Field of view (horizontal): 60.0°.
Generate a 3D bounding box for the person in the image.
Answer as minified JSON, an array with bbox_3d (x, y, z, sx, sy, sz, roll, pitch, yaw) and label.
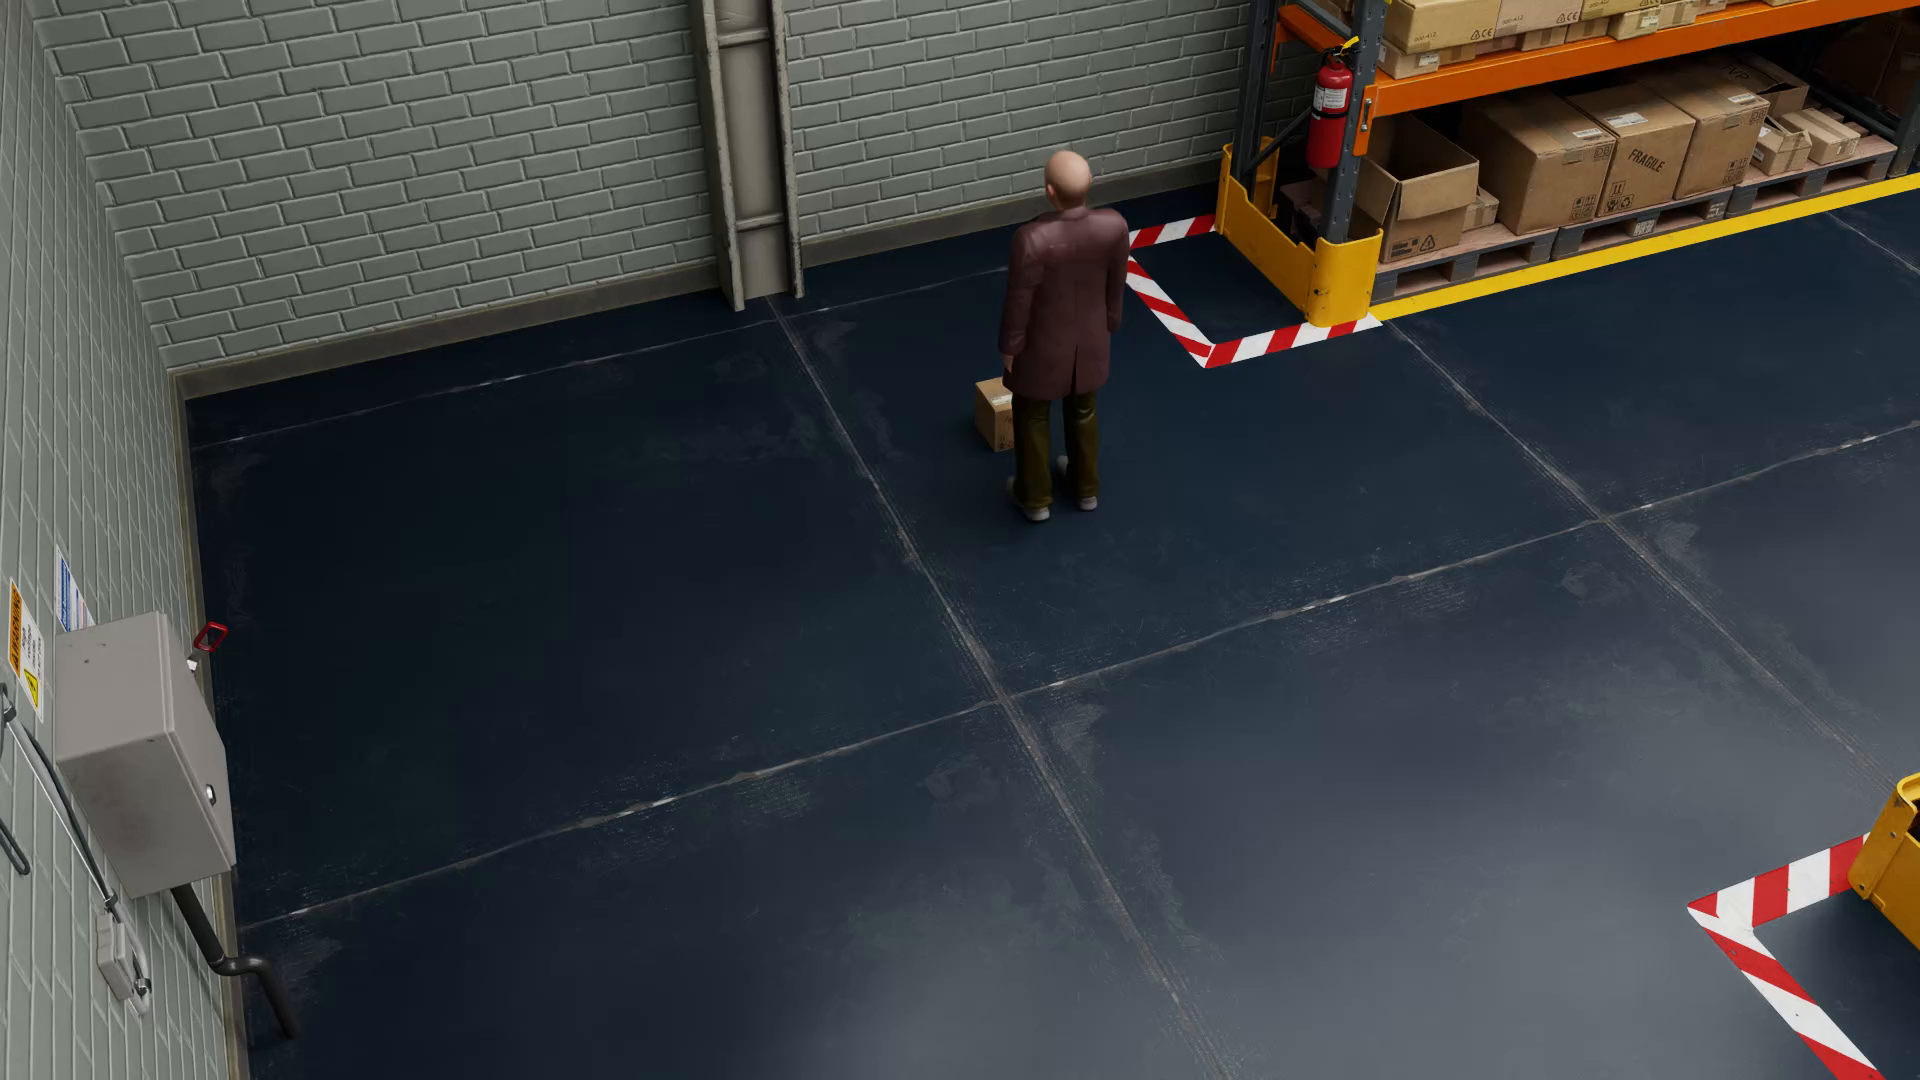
[{"bbox_3d":[0.421,-0.868,7.184,0.571,1.807,0.381,-15,43,-16],"label":"person"}]
